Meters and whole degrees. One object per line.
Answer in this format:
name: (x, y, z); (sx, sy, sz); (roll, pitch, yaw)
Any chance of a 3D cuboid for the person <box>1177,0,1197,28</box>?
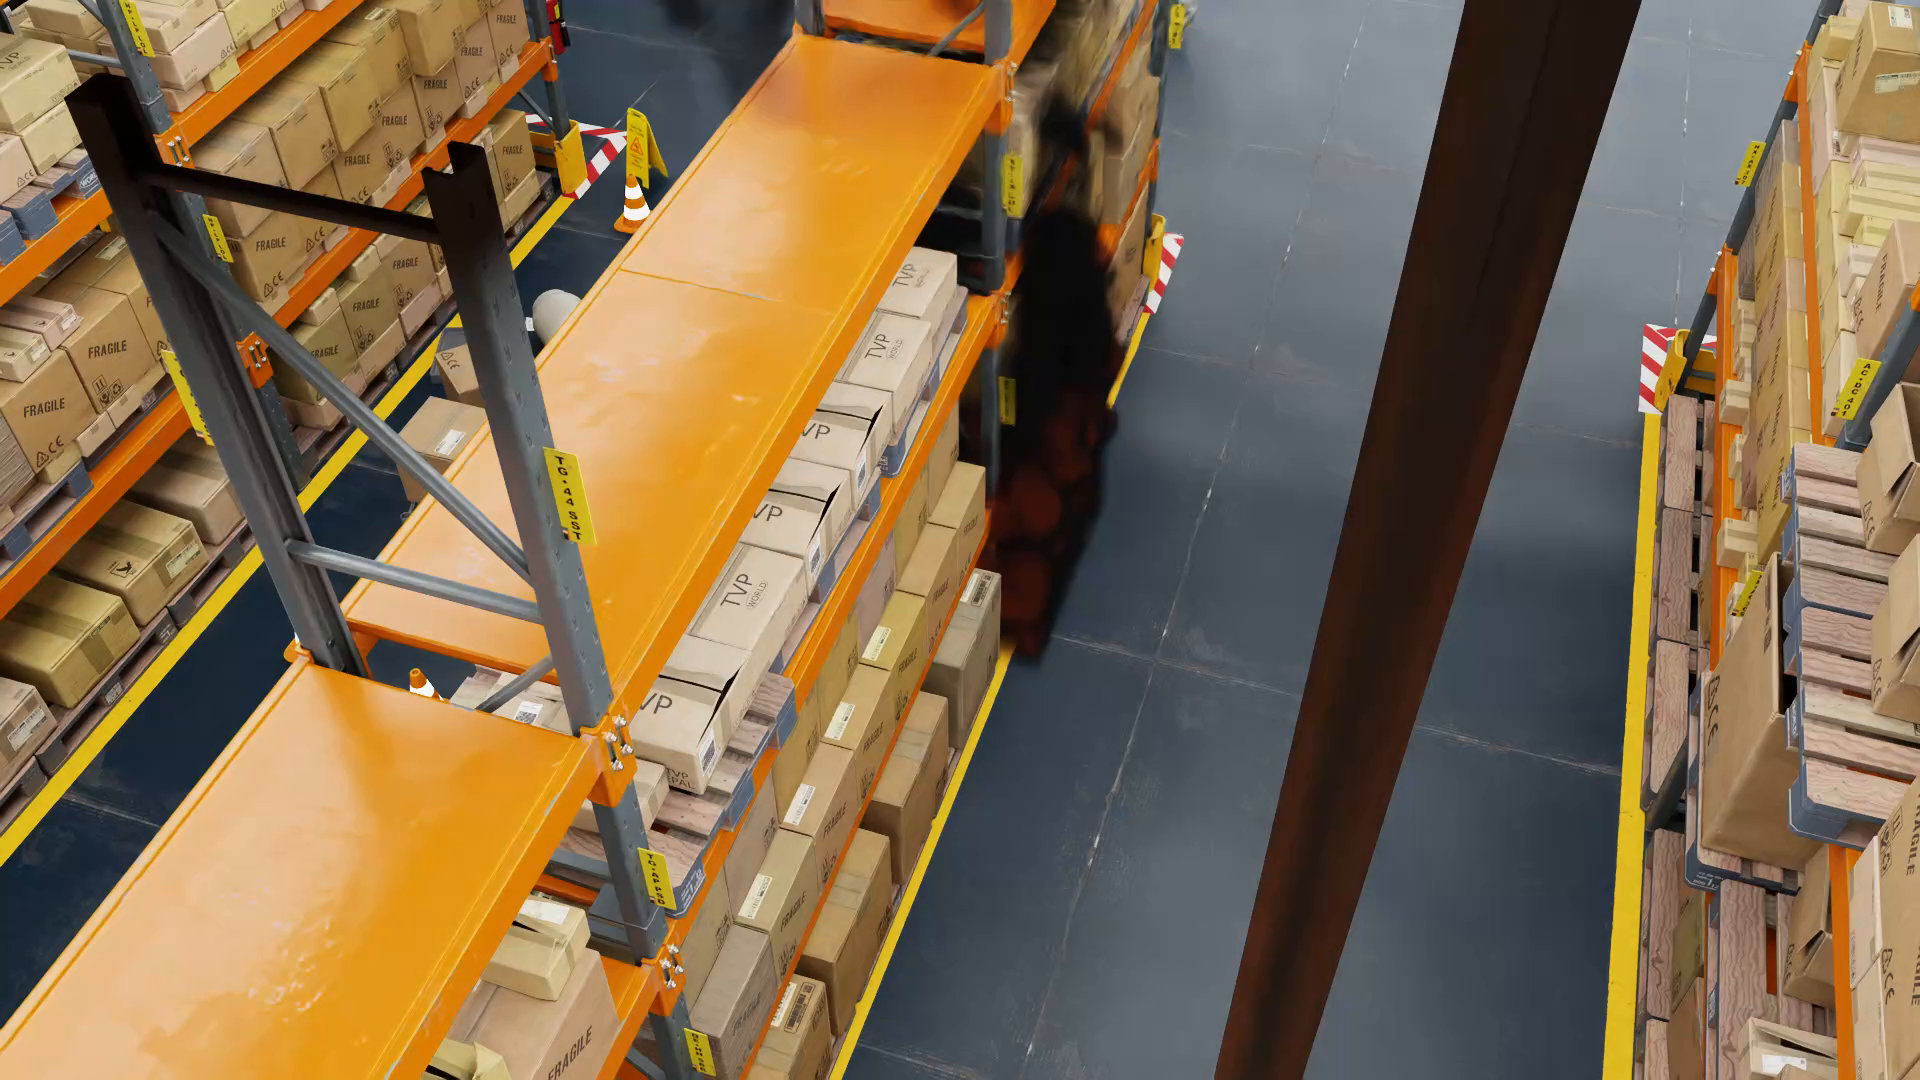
person: (2.165, -5.546, 15.394); (0.598, 1.666, 0.561); (-21, 49, -20)
